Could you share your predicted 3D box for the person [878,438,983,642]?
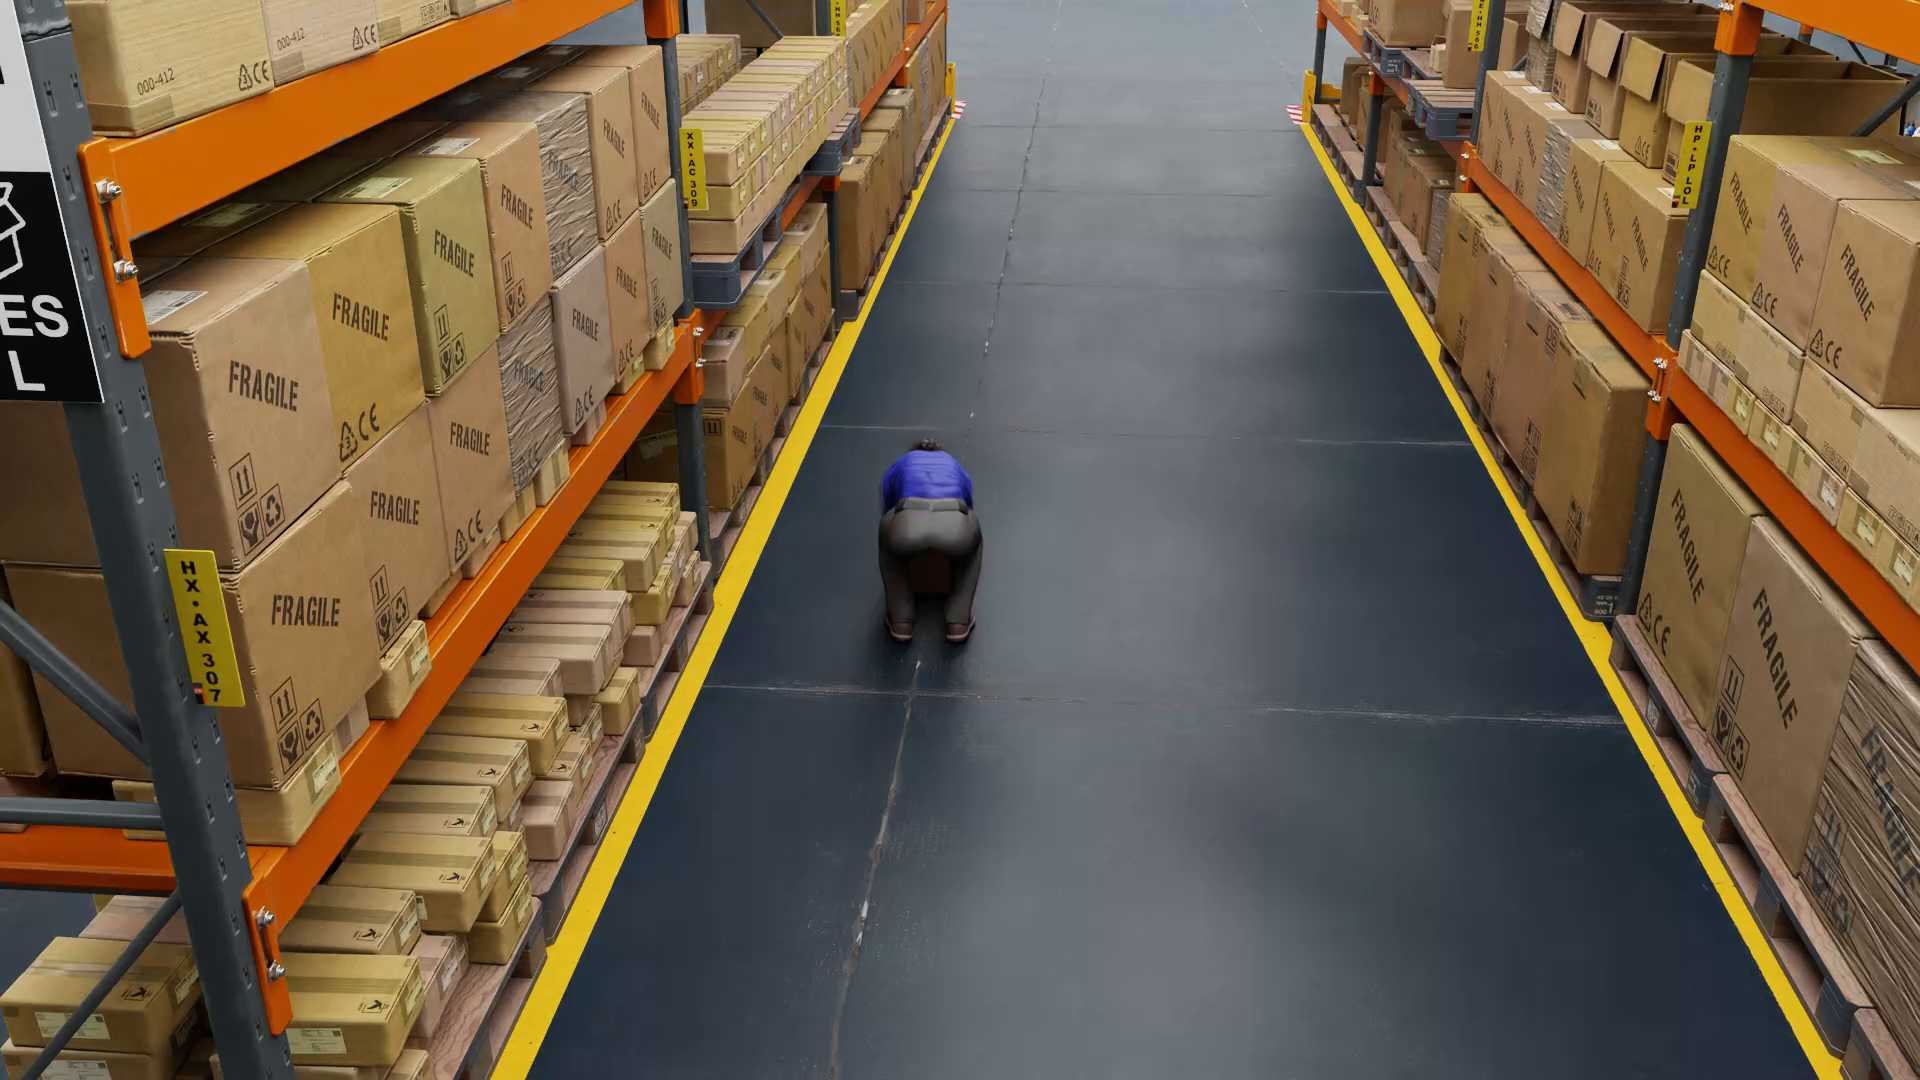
[{"bbox_3d":[-0.130,-0.001,7.242,0.463,0.772,0.872,0,25,0],"label":"person"}]
